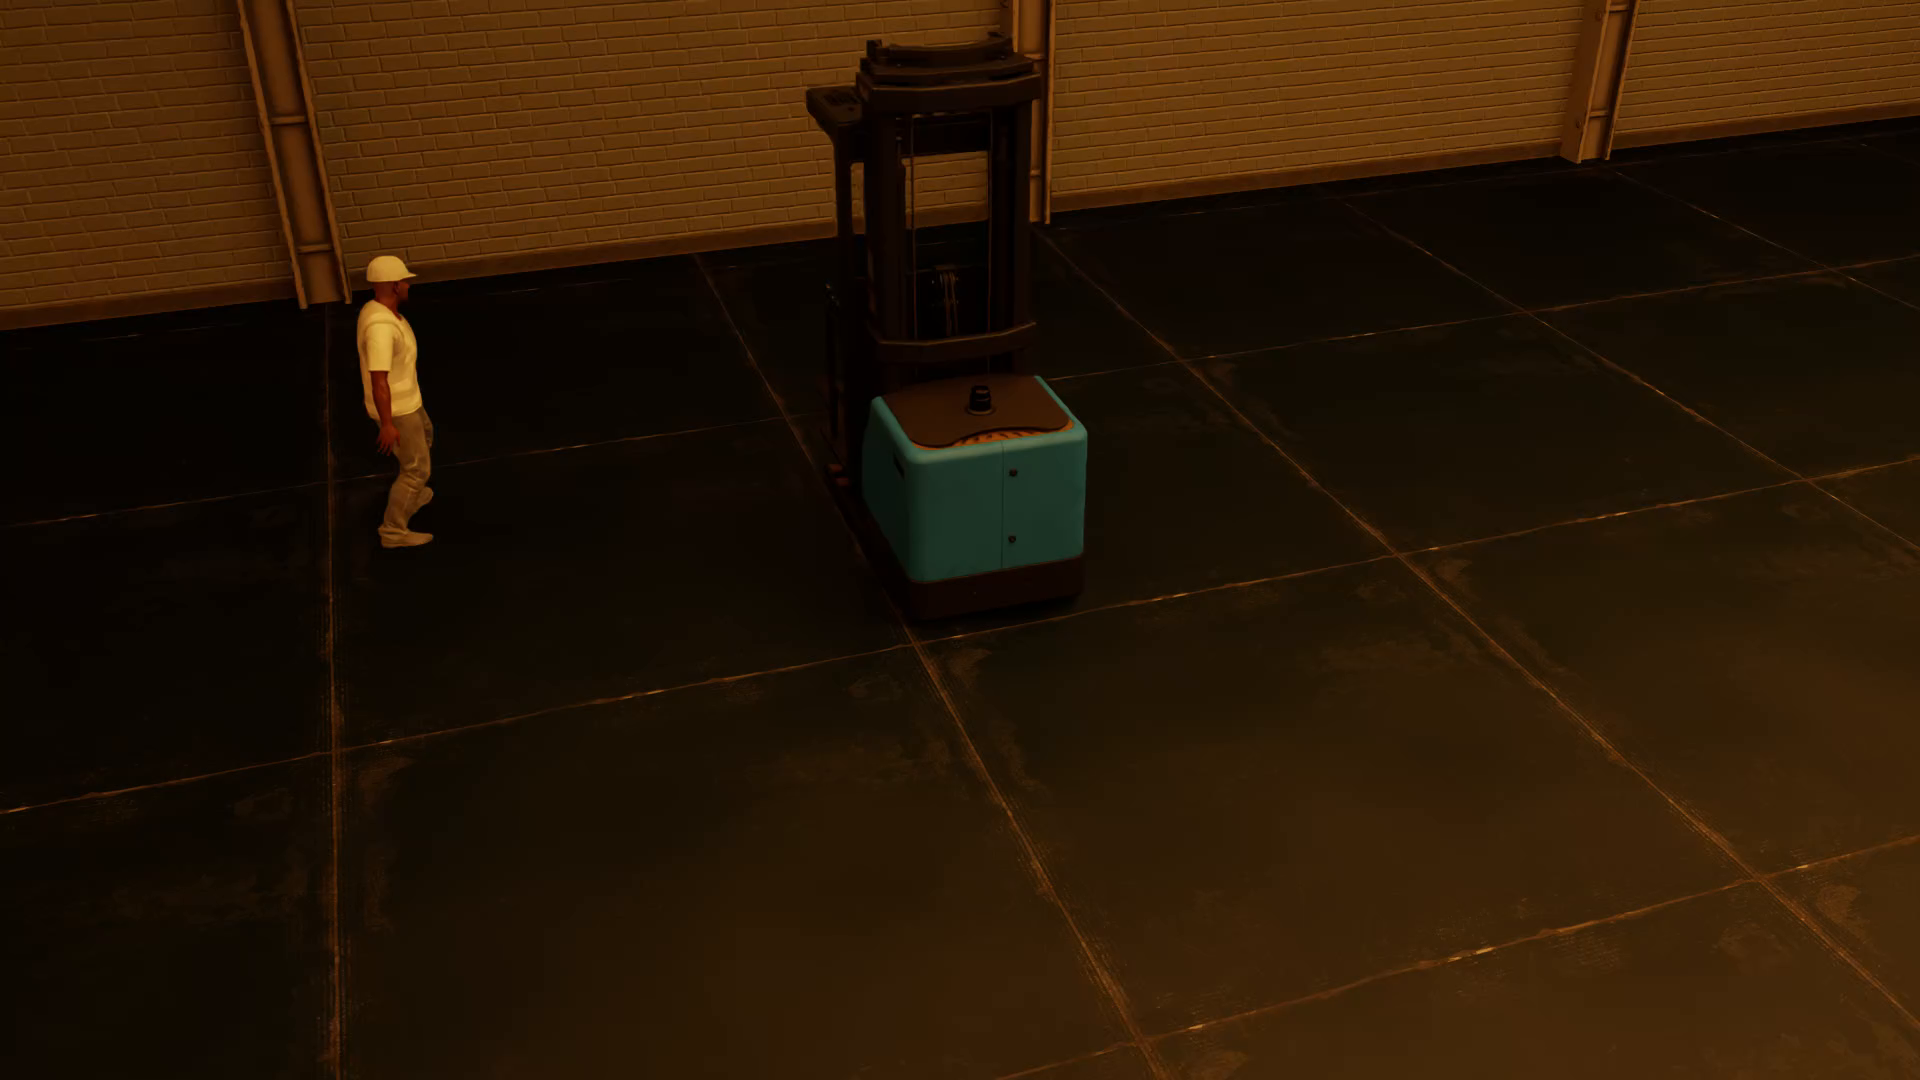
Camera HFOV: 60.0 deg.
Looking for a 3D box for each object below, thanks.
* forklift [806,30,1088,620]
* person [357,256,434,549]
[{"bbox_3d":[-0.234,-1.552,9.785,1.130,2.935,3.031,-9,31,-15],"label":"forklift"},{"bbox_3d":[-3.291,-0.798,9.714,0.474,1.732,0.899,-10,31,-16],"label":"person"}]
